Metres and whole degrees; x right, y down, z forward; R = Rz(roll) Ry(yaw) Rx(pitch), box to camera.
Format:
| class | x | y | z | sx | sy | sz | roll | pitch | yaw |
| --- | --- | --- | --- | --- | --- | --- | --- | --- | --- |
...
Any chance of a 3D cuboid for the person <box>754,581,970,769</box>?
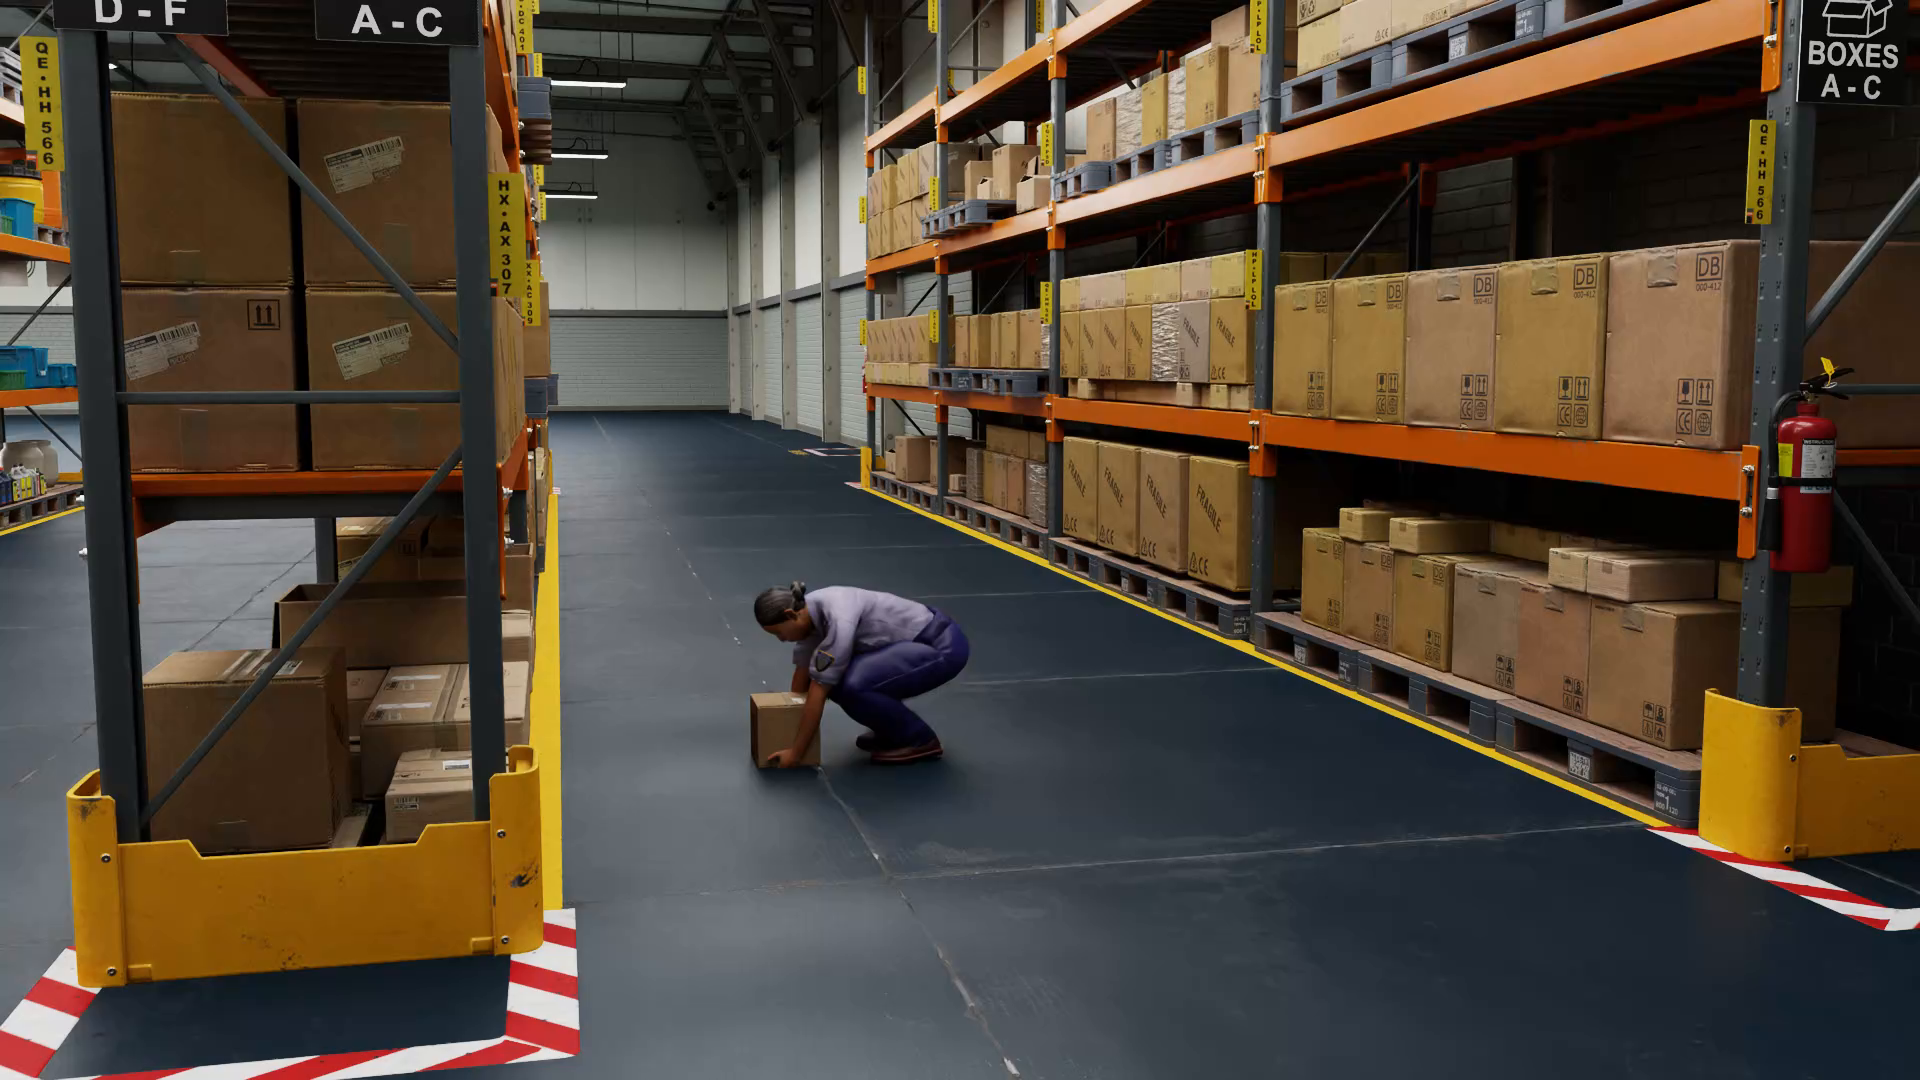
| class | x | y | z | sx | sy | sz | roll | pitch | yaw |
| --- | --- | --- | --- | --- | --- | --- | --- | --- | --- |
| person | -0.400 | 0.529 | 6.745 | 0.874 | 0.761 | 0.510 | -2 | 6 | -15 |
